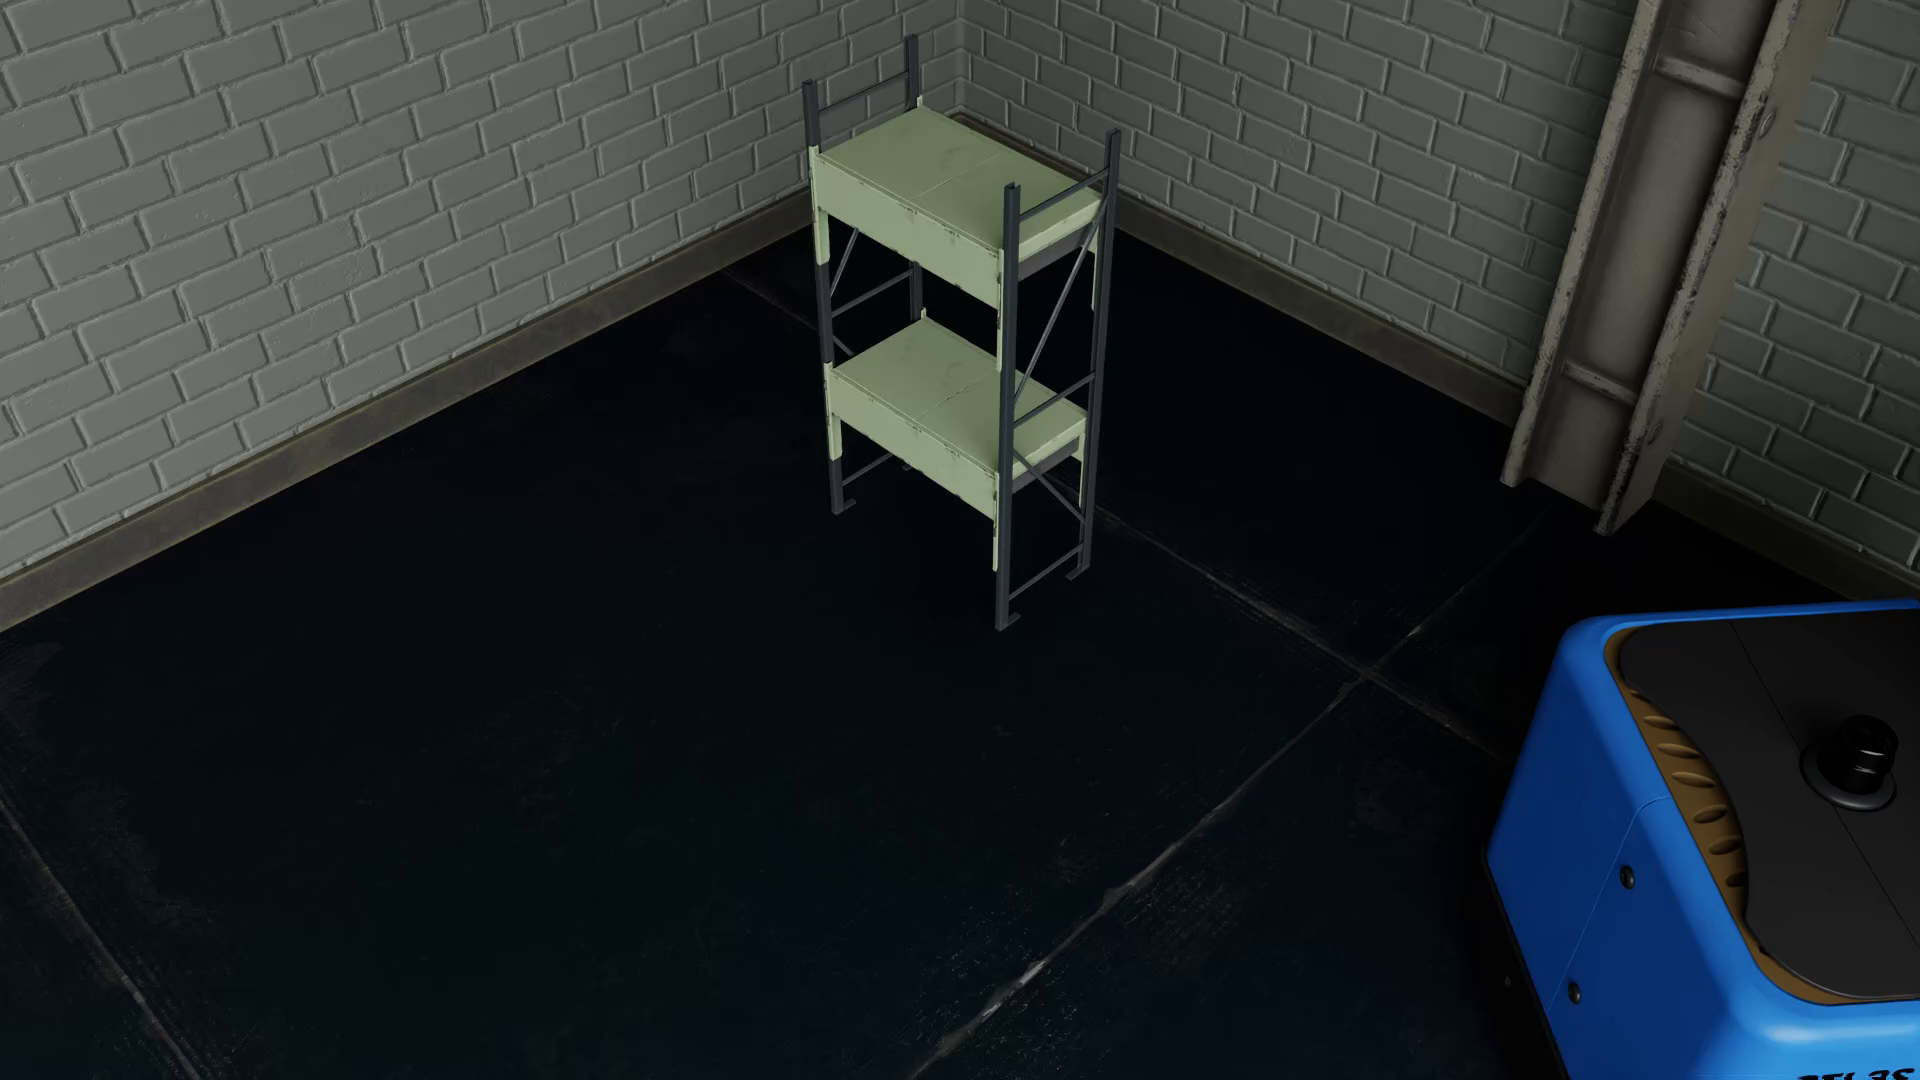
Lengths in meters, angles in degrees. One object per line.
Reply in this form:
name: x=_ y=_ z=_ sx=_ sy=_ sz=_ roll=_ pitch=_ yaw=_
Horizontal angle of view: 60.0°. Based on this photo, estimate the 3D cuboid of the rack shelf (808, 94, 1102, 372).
rack shelf: x=-0.005 y=-0.841 z=4.480 sx=0.431 sy=0.370 sz=0.720 roll=-34 pitch=53 yaw=-31

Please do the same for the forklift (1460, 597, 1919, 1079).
forklift: x=2.787 y=0.121 z=2.959 sx=3.031 sy=2.935 sz=1.130 roll=-3 pitch=43 yaw=-3

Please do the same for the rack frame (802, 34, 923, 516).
rack frame: x=-0.263 y=-0.730 z=4.935 sx=0.400 sy=1.500 sz=0.023 roll=-34 pitch=53 yaw=-31

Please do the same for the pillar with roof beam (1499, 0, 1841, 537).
pillar with roof beam: x=-1.031 y=-1.418 z=0.153 sx=9.100 sy=9.000 sz=0.400 roll=-34 pitch=53 yaw=-31

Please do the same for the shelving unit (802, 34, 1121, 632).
shelving unit: x=-0.005 y=-0.554 z=4.744 sx=0.431 sy=1.500 sz=0.755 roll=-34 pitch=53 yaw=-31

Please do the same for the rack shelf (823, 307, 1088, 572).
rack shelf: x=-0.005 y=-0.315 z=4.966 sx=0.431 sy=0.370 sz=0.720 roll=-34 pitch=53 yaw=-31

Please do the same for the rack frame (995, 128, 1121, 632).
rack frame: x=0.254 y=-0.378 z=4.554 sx=0.400 sy=1.500 sz=0.023 roll=-34 pitch=53 yaw=-31
